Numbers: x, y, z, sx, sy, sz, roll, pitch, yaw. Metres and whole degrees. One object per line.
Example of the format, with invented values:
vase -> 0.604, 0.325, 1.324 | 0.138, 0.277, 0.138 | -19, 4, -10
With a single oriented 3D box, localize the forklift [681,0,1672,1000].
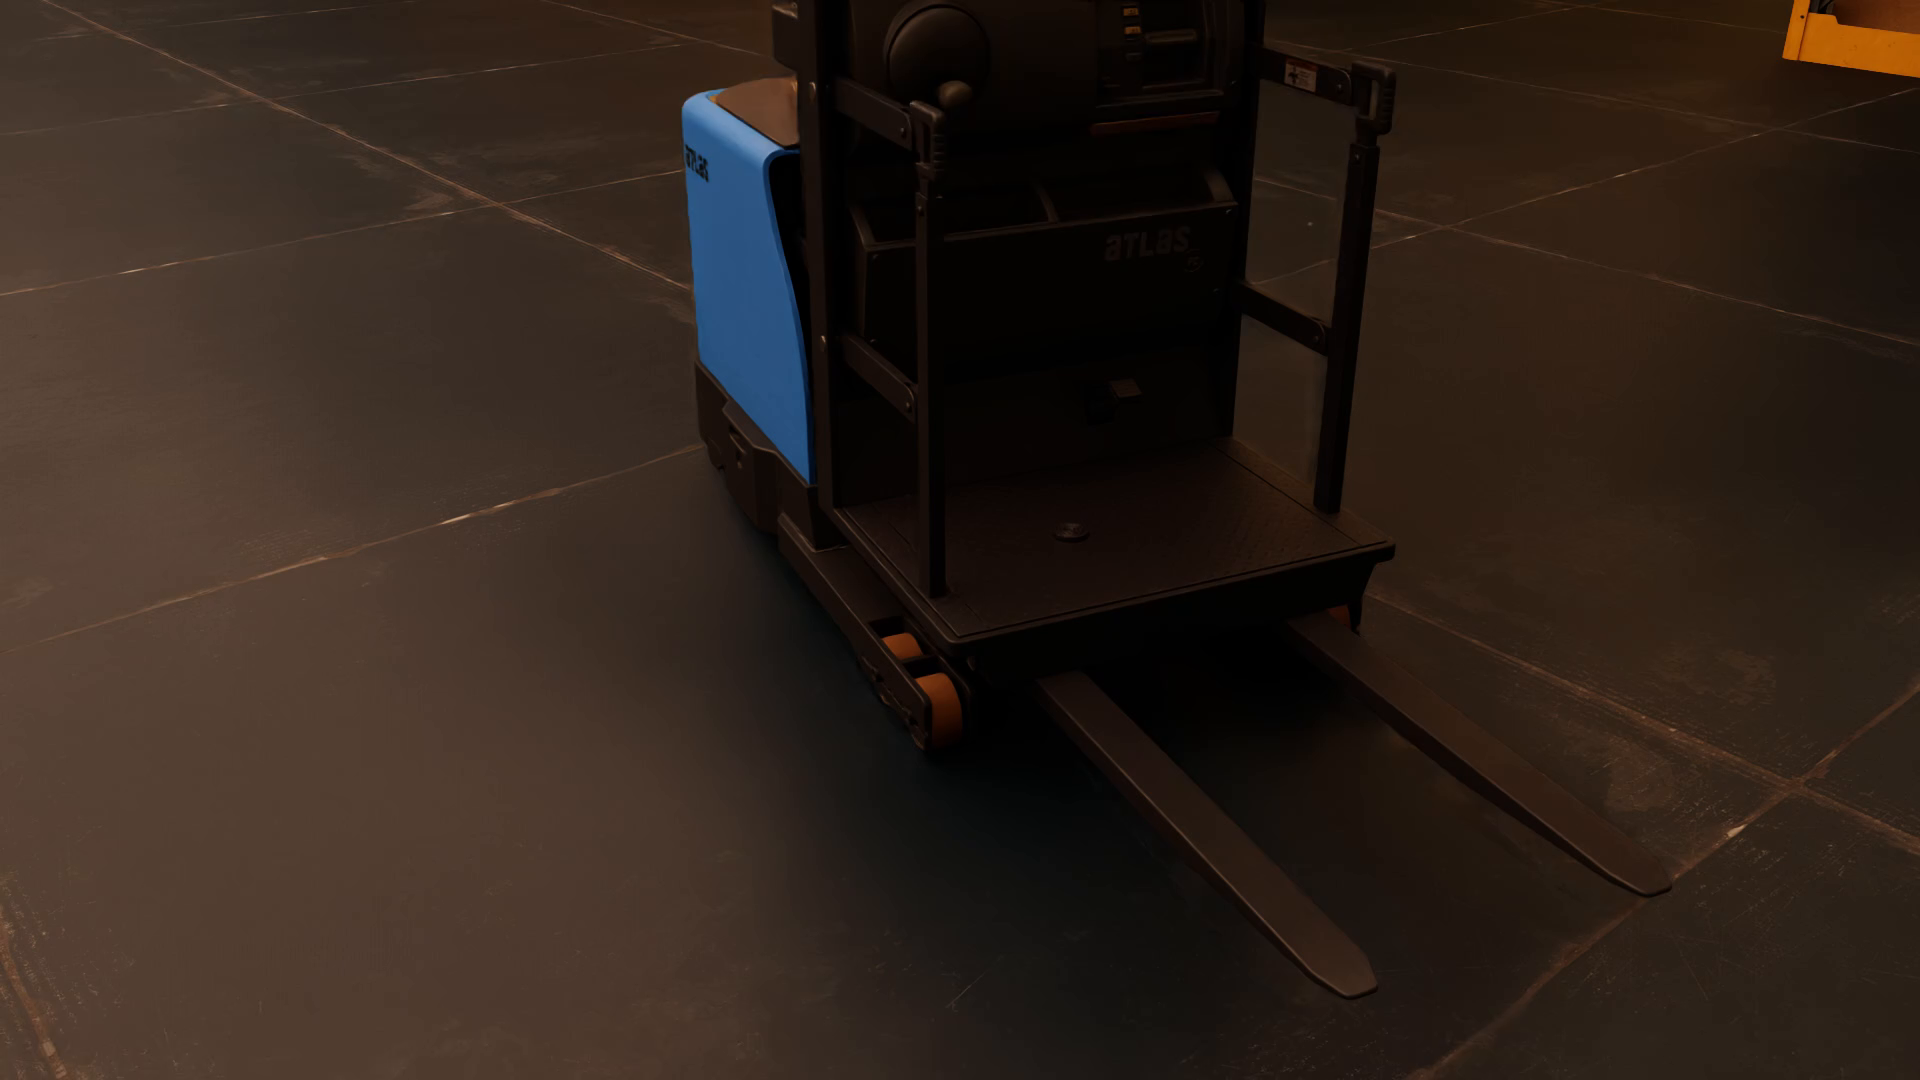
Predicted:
forklift -> 0.283, -1.078, 3.377 | 1.130, 2.935, 3.031 | -11, 29, -22
